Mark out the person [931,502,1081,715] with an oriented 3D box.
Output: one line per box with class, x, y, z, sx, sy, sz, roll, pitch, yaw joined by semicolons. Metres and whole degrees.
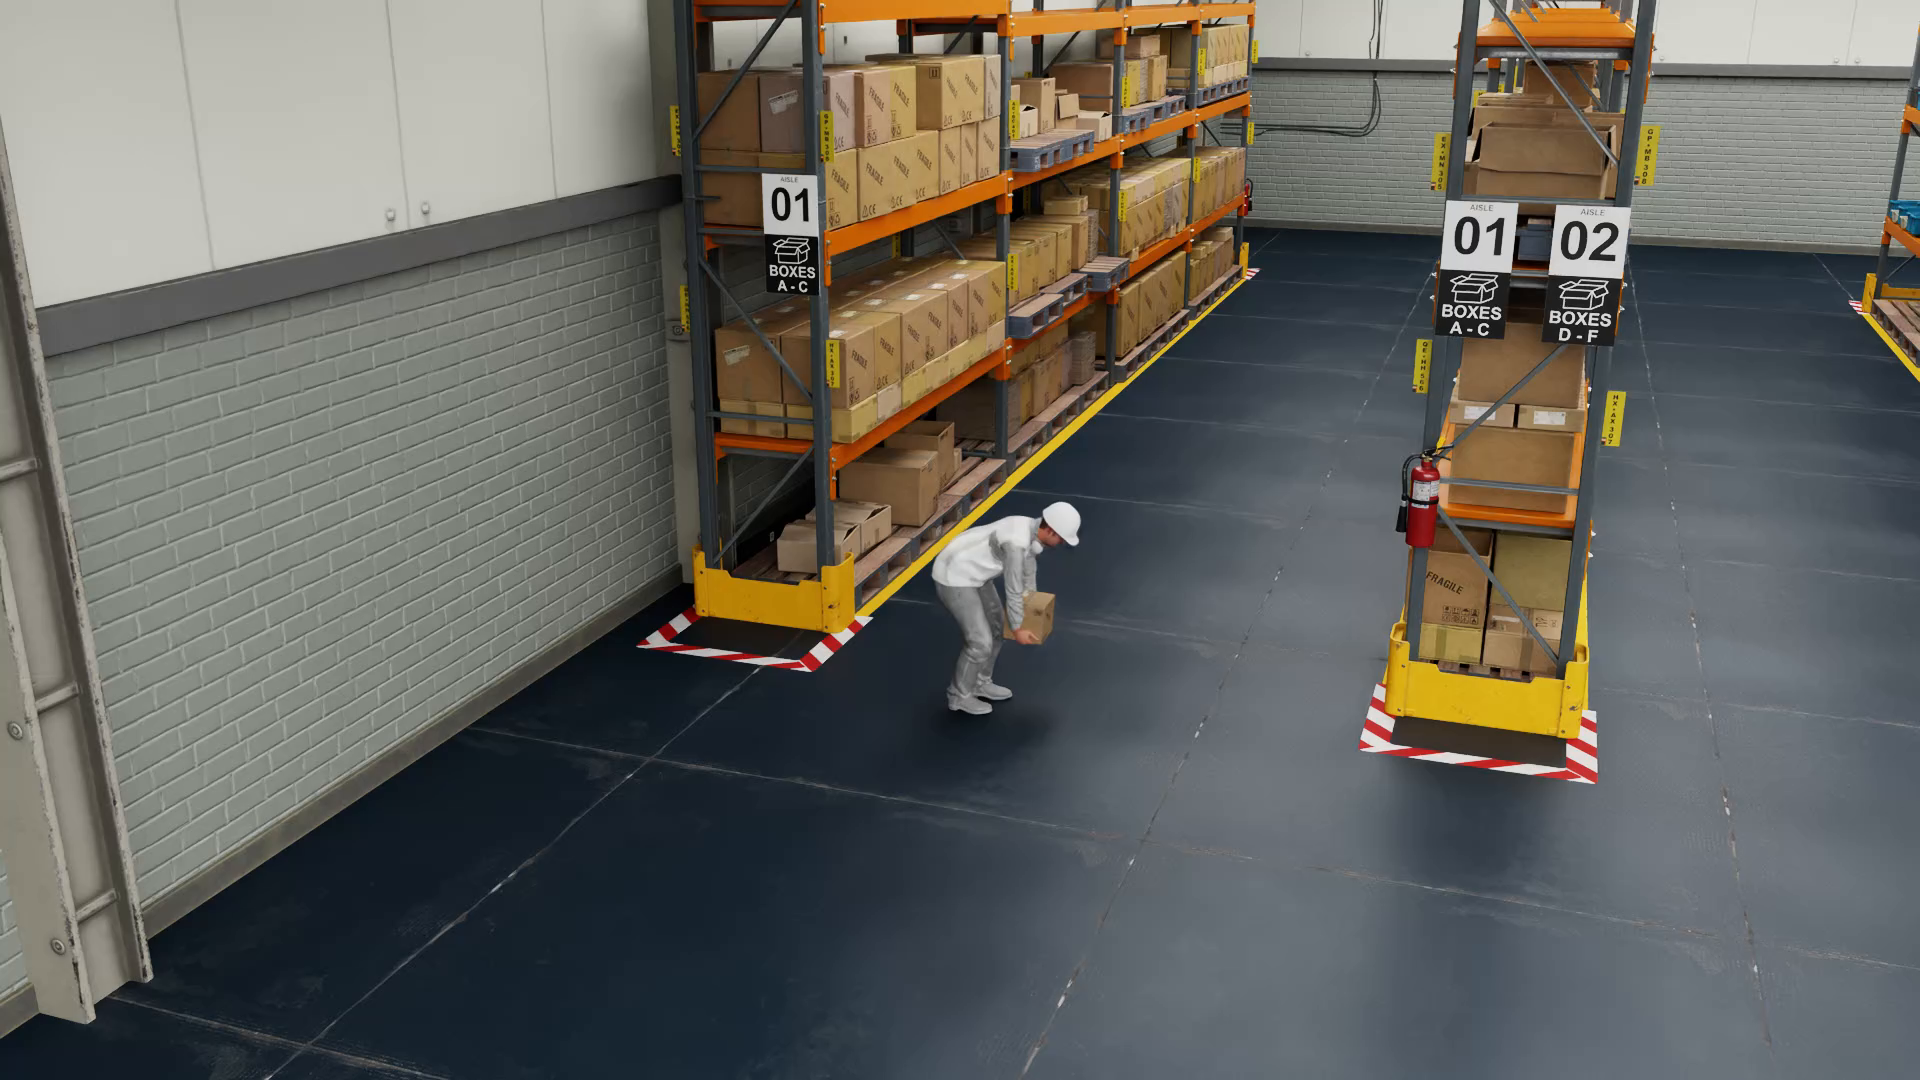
person;0.290;0.401;10.429;0.919;1.391;0.473;6;19;17
